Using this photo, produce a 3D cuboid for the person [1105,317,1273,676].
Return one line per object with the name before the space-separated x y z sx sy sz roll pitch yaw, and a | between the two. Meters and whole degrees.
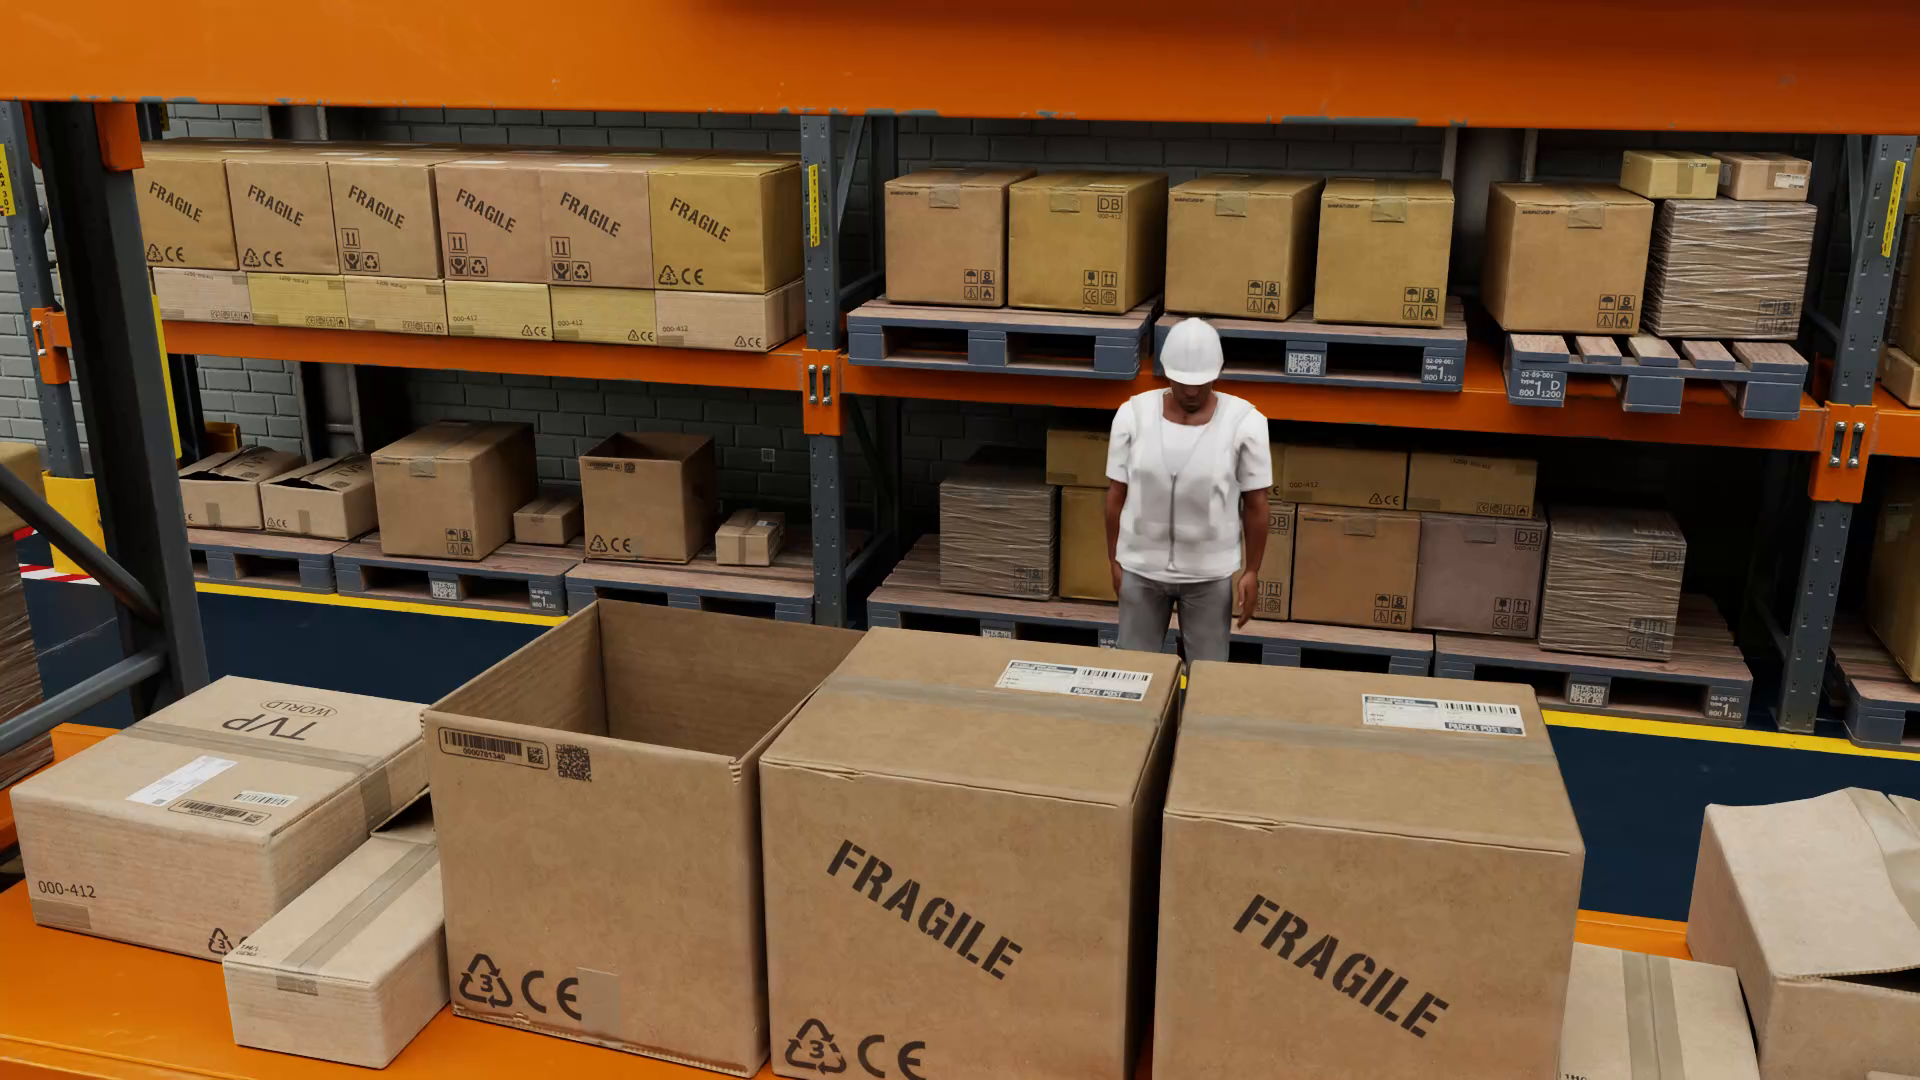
person | 0.766 0.103 5.718 0.569 1.757 0.373 5 19 15
